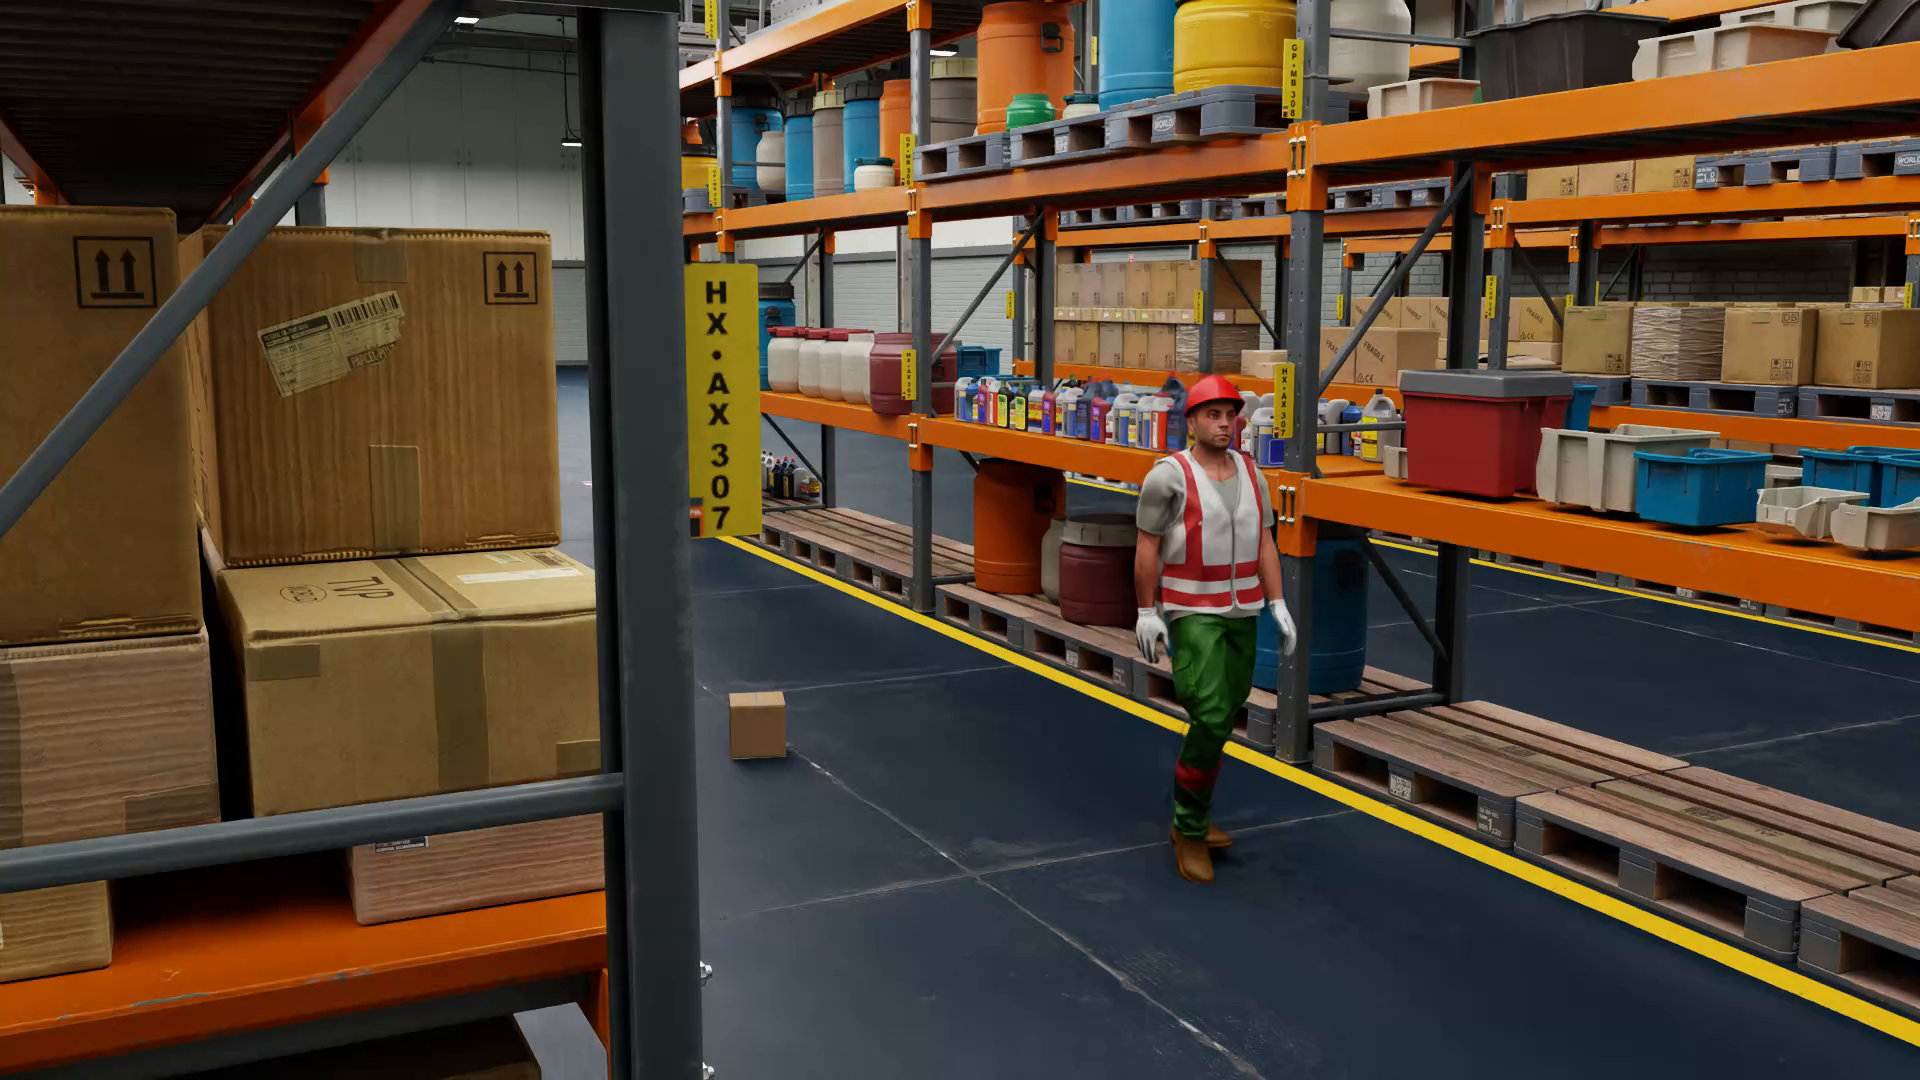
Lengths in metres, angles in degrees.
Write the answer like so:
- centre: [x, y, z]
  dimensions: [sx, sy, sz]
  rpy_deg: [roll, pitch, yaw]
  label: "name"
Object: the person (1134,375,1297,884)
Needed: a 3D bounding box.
- centre: [0.946, 0.311, 6.116]
  dimensions: [0.533, 1.826, 0.487]
  rpy_deg: [-4, 9, -27]
  label: "person"
